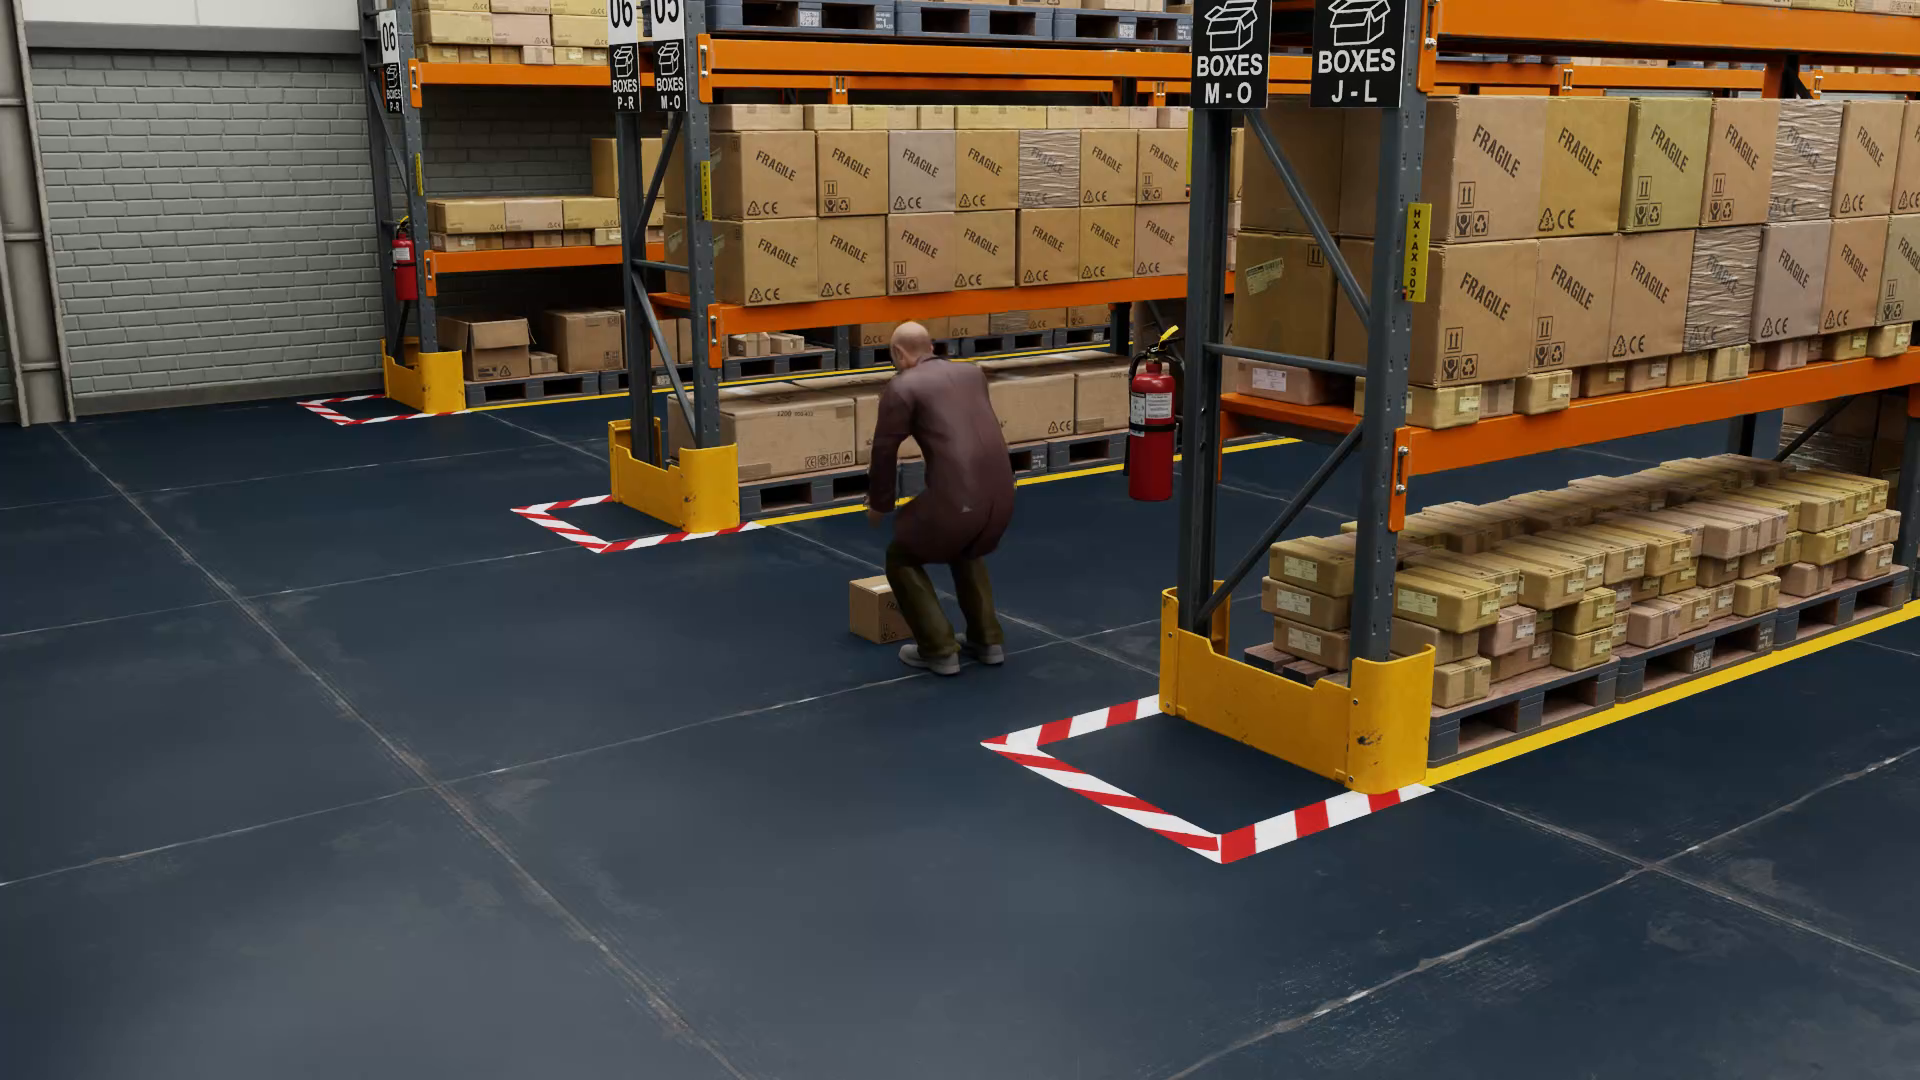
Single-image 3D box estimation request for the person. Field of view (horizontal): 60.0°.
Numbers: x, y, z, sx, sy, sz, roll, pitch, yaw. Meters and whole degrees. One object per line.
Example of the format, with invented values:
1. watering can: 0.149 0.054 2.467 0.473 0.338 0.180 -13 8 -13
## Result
1. person: -0.137 0.022 7.506 0.592 1.008 0.942 -11 18 -37
